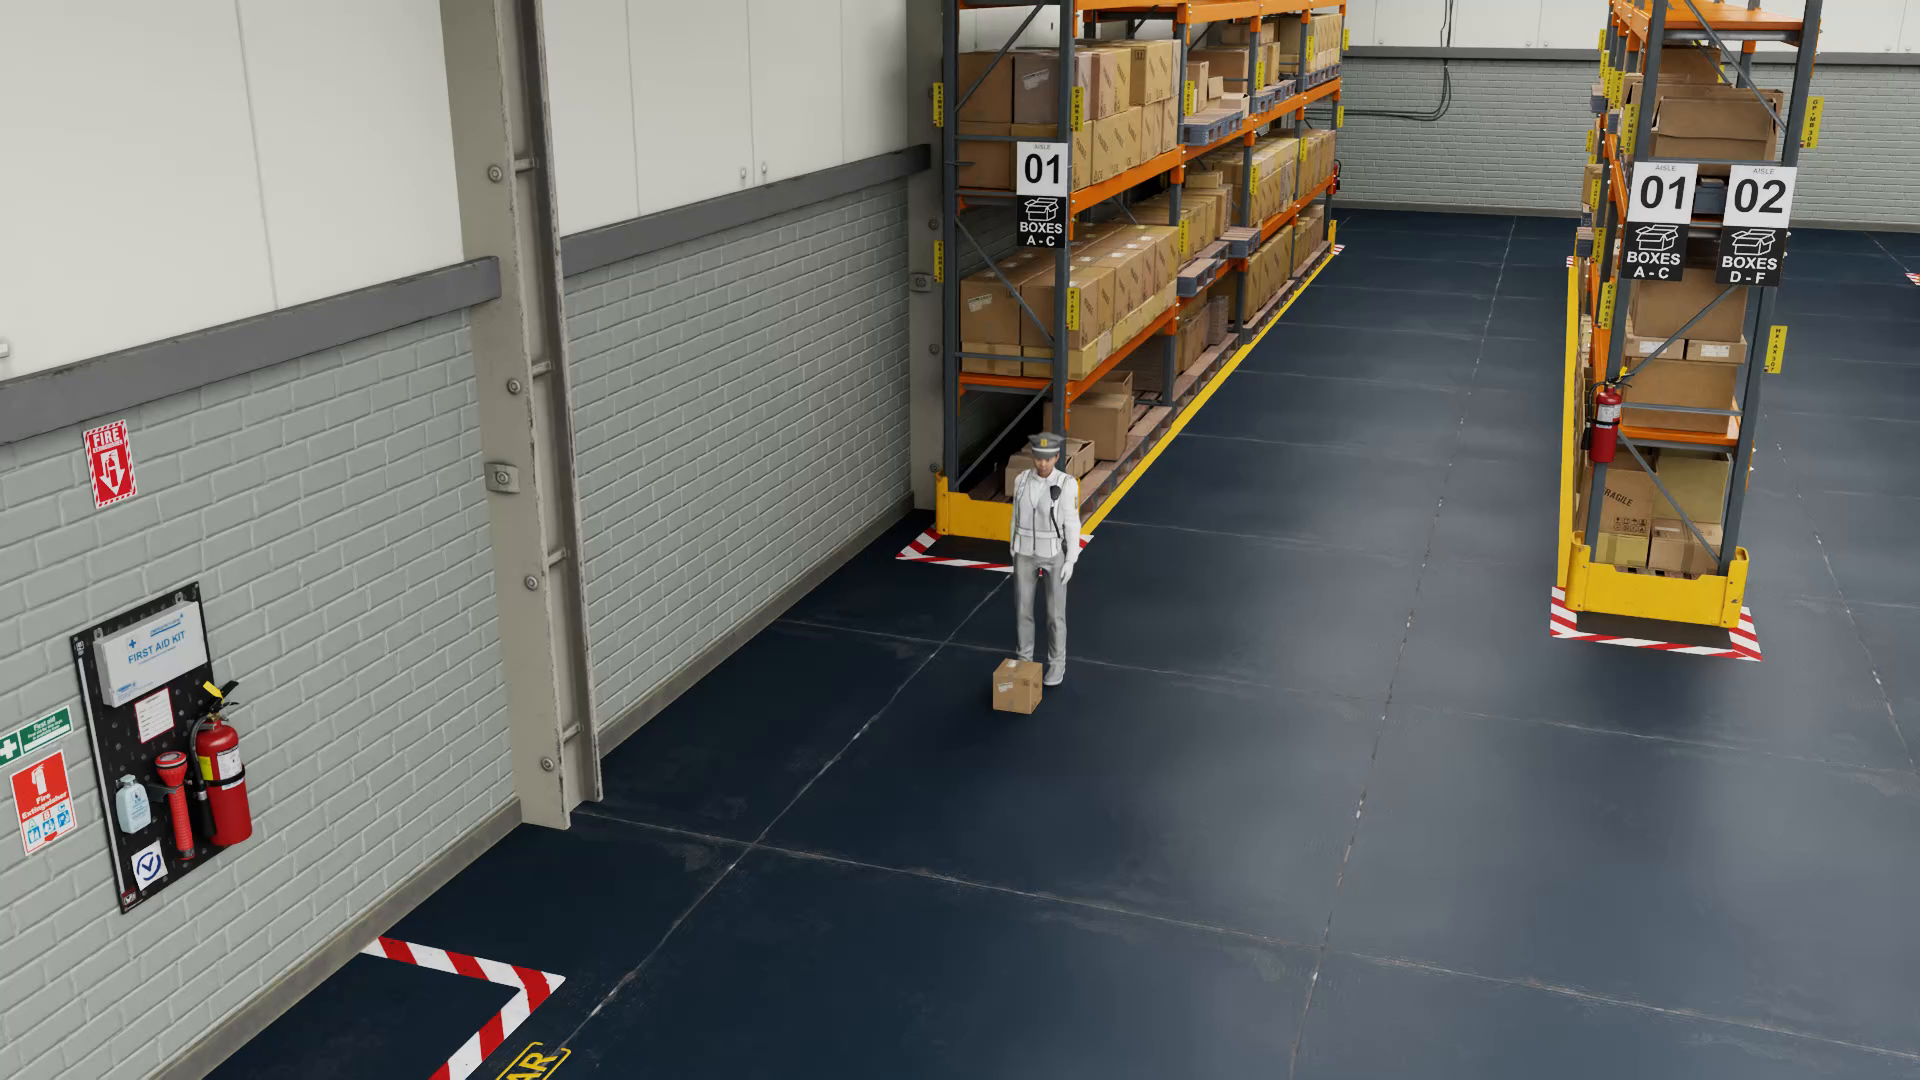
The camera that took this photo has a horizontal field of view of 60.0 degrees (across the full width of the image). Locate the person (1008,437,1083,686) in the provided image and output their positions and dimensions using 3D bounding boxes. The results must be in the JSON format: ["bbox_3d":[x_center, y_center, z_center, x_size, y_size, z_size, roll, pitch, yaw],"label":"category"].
[{"bbox_3d":[0.539,0.138,10.709,0.492,1.642,0.412,7,20,19],"label":"person"}]
